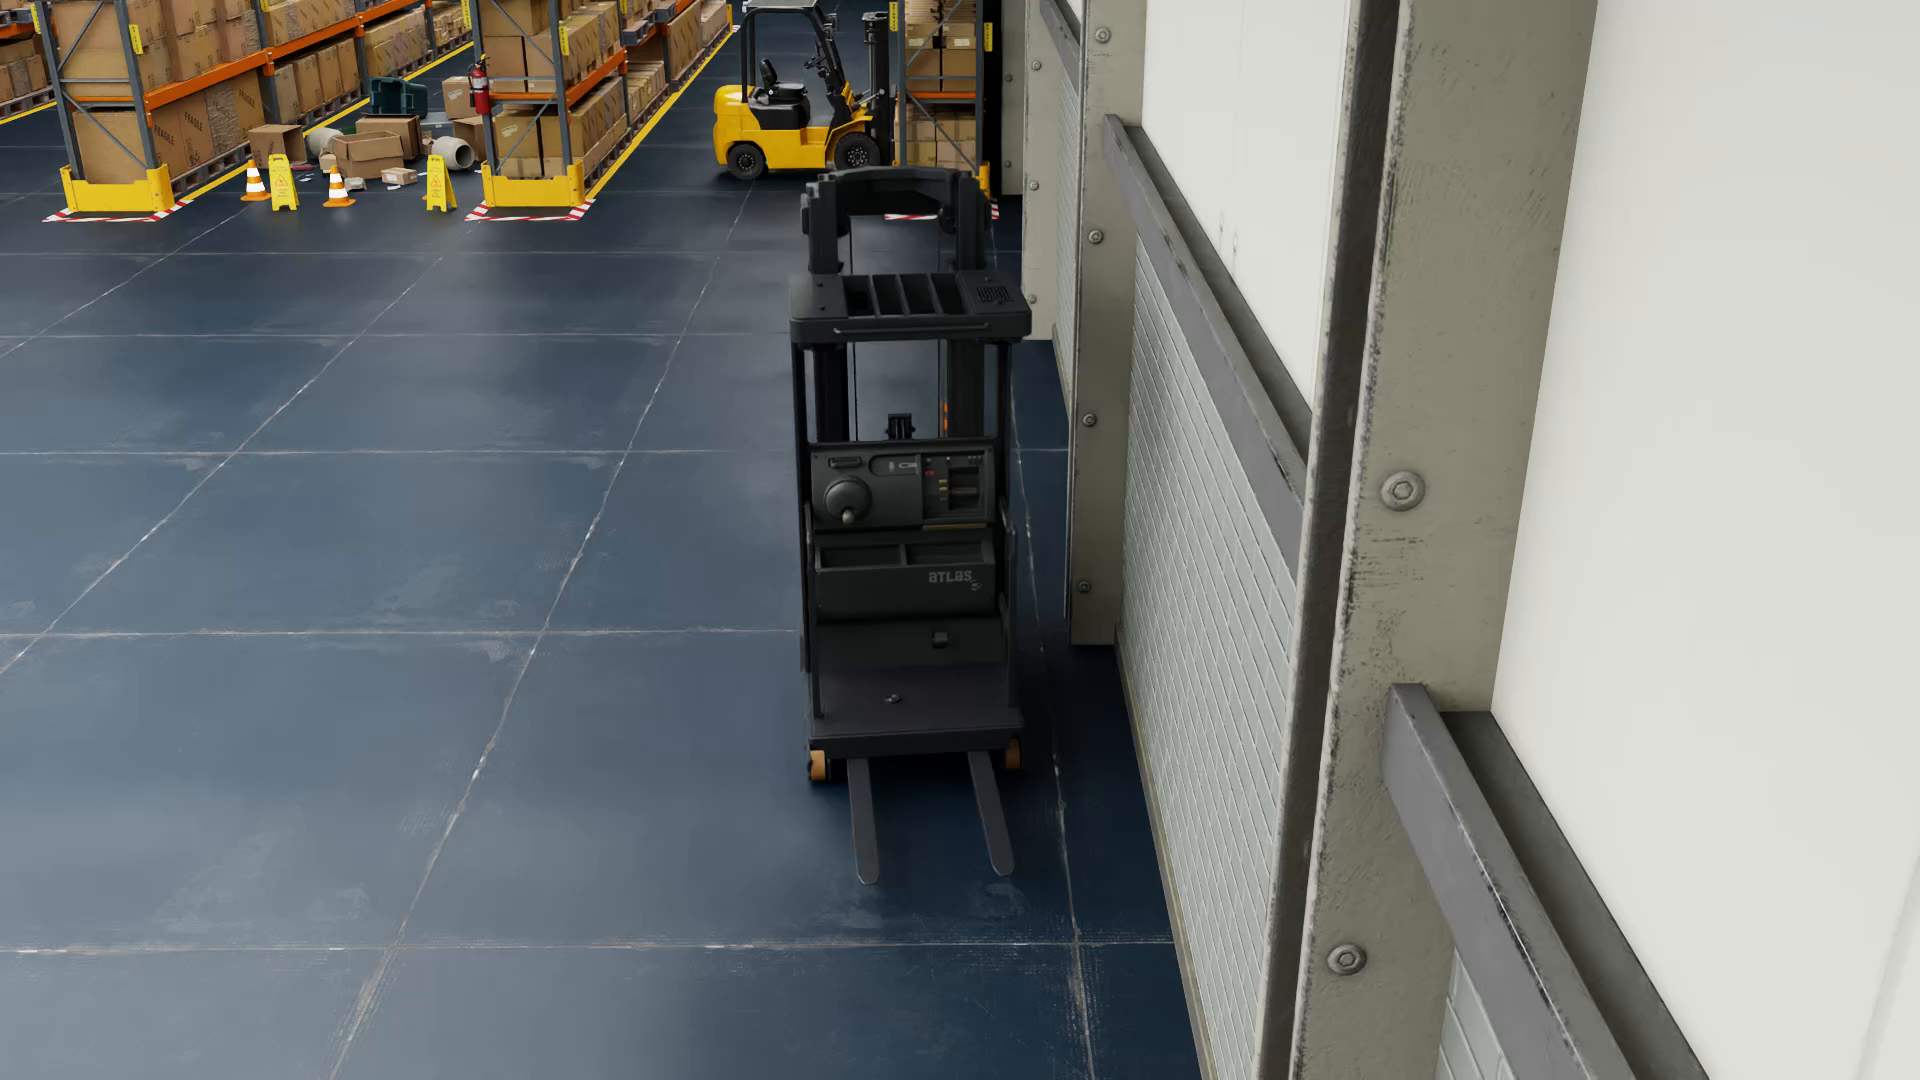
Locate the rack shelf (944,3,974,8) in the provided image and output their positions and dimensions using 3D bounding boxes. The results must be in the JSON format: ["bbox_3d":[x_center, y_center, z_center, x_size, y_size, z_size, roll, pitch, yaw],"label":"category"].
[{"bbox_3d":[-15.246,-9.934,27.422,30.704,0.877,13.980,0,24,-1],"label":"rack shelf"}]

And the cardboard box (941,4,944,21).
[{"bbox_3d":[-0.022,-7.499,23.767,0.500,0.250,0.500,-1,24,-1],"label":"cardboard box"}]

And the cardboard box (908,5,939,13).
[{"bbox_3d":[-0.466,-6.737,21.236,0.380,0.149,0.250,0,24,0],"label":"cardboard box"}]

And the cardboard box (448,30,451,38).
[{"bbox_3d":[-10.103,-9.809,32.249,0.380,0.149,0.250,-1,24,-3],"label":"cardboard box"}]

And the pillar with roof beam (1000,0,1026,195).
[{"bbox_3d":[-3.640,-8.487,19.094,9.100,9.000,0.400,0,24,-1],"label":"pillar with roof beam"}]

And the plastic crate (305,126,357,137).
[{"bbox_3d":[-8.873,-5.721,23.602,0.450,0.188,0.662,3,22,31],"label":"plastic crate"}]

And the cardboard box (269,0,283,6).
[{"bbox_3d":[-10.204,-7.960,23.874,0.700,0.500,0.500,-1,24,-1],"label":"cardboard box"}]

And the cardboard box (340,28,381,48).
[{"bbox_3d":[-9.994,-8.370,27.729,0.500,0.250,0.500,-1,24,-3],"label":"cardboard box"}]

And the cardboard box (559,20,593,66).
[{"bbox_3d":[-4.936,-6.259,20.966,0.500,0.500,0.500,-1,24,-2],"label":"cardboard box"}]

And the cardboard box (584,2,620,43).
[{"bbox_3d":[-4.983,-7.105,22.837,0.500,0.500,0.500,-1,24,-2],"label":"cardboard box"}]

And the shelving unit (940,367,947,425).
[{"bbox_3d":[-2.865,-5.278,20.735,5.752,1.800,21.905,0,24,-1],"label":"shelving unit"}]

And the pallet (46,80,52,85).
[{"bbox_3d":[-15.122,-7.764,28.161,1.003,0.211,1.213,0,24,-1],"label":"pallet"}]

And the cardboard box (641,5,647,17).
[{"bbox_3d":[-4.913,-7.949,24.981,0.380,0.149,0.250,1,24,1],"label":"cardboard box"}]

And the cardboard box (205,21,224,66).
[{"bbox_3d":[-10.252,-6.509,21.819,0.875,0.550,0.550,0,24,-1],"label":"cardboard box"}]

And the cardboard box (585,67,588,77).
[{"bbox_3d":[-4.921,-5.909,20.980,0.380,0.149,0.250,0,24,1],"label":"cardboard box"}]

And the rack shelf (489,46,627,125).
[{"bbox_3d":[-5.214,-5.954,21.647,1.077,0.370,4.000,0,24,-1],"label":"rack shelf"}]

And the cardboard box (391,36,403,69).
[{"bbox_3d":[-10.000,-8.454,28.826,0.500,0.500,0.500,-1,24,-2],"label":"cardboard box"}]

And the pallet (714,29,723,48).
[{"bbox_3d":[-5.270,-9.949,32.993,1.003,0.211,1.213,0,24,-1],"label":"pallet"}]

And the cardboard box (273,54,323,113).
[{"bbox_3d":[-10.288,-6.861,25.001,1.050,0.750,0.750,0,24,-1],"label":"cardboard box"}]

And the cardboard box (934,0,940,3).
[{"bbox_3d":[-0.461,-7.261,22.396,0.380,0.149,0.250,-1,24,-2],"label":"cardboard box"}]

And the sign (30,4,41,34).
[{"bbox_3d":[-10.684,-6.032,19.256,0.100,0.325,0.005,0,24,-1],"label":"sign"}]

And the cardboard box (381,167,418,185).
[{"bbox_3d":[-7.227,-4.689,21.438,0.380,0.149,0.250,13,27,27],"label":"cardboard box"}]

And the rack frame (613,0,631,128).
[{"bbox_3d":[-5.236,-7.106,23.321,1.000,3.000,0.127,0,24,-1],"label":"rack frame"}]

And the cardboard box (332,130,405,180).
[{"bbox_3d":[-7.743,-5.033,21.767,0.797,0.503,0.637,-19,31,-36],"label":"cardboard box"}]

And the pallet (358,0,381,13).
[{"bbox_3d":[-10.343,-8.896,27.512,1.213,0.211,1.003,0,24,-1],"label":"pallet"}]

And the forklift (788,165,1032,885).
[{"bbox_3d":[-13.497,-6.948,23.056,23.922,2.935,38.235,-3,24,-6],"label":"forklift"}]

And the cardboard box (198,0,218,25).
[{"bbox_3d":[-10.224,-7.001,21.597,0.875,0.550,0.550,0,24,-1],"label":"cardboard box"}]

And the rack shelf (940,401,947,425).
[{"bbox_3d":[0.000,-0.828,10.860,0.258,0.103,0.180,0,24,-1],"label":"rack shelf"}]

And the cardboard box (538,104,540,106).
[{"bbox_3d":[-5.533,-5.617,21.159,0.380,0.149,0.250,0,24,0],"label":"cardboard box"}]

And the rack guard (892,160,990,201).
[{"bbox_3d":[-0.229,-4.333,20.223,1.175,0.500,0.348,0,24,-1],"label":"rack guard"}]

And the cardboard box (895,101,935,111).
[{"bbox_3d":[-0.573,-5.482,21.345,0.500,0.250,0.500,0,24,0],"label":"cardboard box"}]

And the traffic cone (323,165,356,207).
[{"bbox_3d":[-7.593,-4.328,20.258,0.336,0.463,0.334,0,24,-1],"label":"traffic cone"}]

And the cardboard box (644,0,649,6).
[{"bbox_3d":[-4.969,-8.295,24.958,0.500,0.500,0.500,-1,24,-3],"label":"cardboard box"}]

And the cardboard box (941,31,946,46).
[{"bbox_3d":[-0.040,-6.065,20.111,0.380,0.149,0.250,0,24,-1],"label":"cardboard box"}]

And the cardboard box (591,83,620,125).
[{"bbox_3d":[-4.954,-5.934,22.647,0.500,0.500,0.500,0,24,0],"label":"cardboard box"}]

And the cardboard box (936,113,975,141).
[{"bbox_3d":[-0.045,-5.074,20.444,0.500,0.250,0.500,-1,24,-1],"label":"cardboard box"}]

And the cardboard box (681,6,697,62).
[{"bbox_3d":[-5.219,-8.998,29.574,0.875,0.875,0.875,0,24,1],"label":"cardboard box"}]

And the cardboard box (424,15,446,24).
[{"bbox_3d":[-10.090,-9.970,31.882,0.380,0.149,0.250,-1,24,-2],"label":"cardboard box"}]

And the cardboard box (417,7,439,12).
[{"bbox_3d":[-10.573,-10.499,33.052,0.380,0.149,0.250,1,24,2],"label":"cardboard box"}]
